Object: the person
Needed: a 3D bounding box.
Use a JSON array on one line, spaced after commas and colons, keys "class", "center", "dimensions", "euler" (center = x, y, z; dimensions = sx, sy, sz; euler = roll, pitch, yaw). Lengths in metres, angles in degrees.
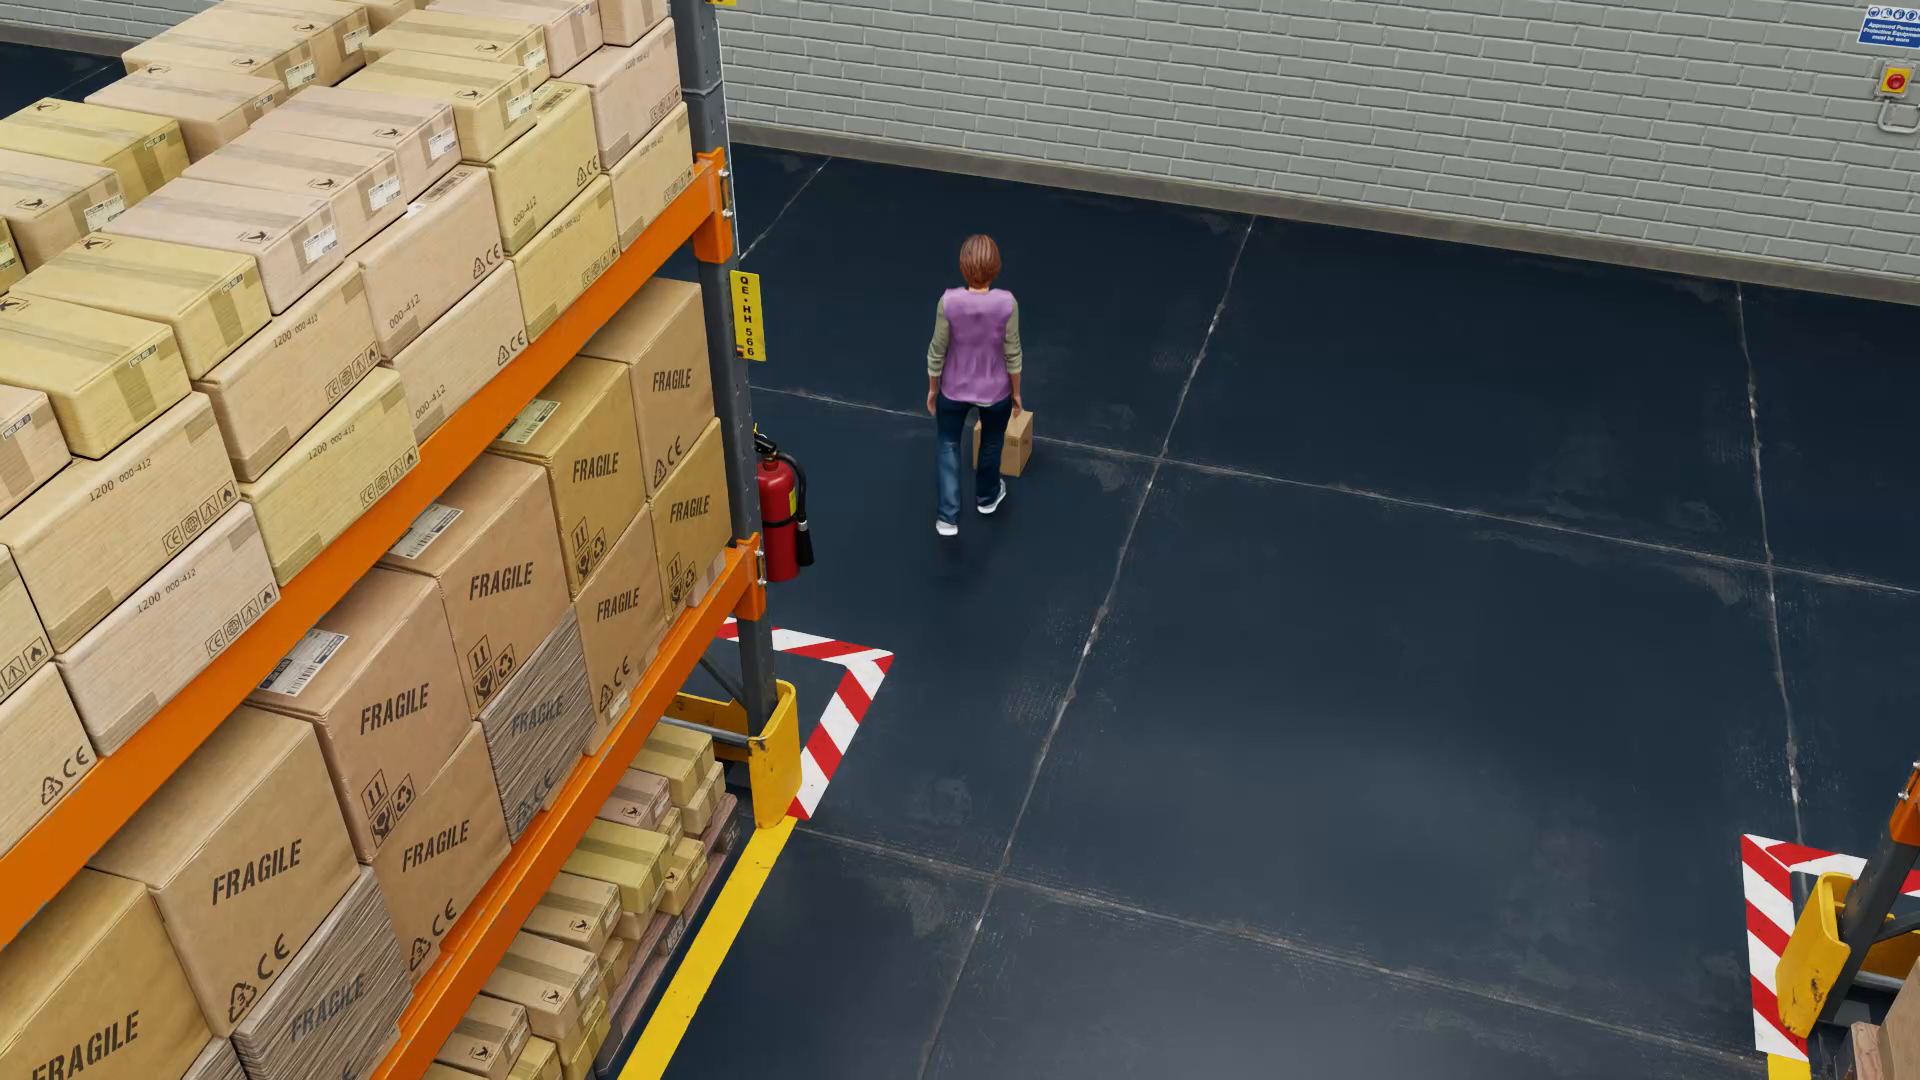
[{"class": "person", "center": [0.071, -0.713, 7.811], "dimensions": [0.443, 1.572, 0.647], "euler": [3, 38, 4]}]
